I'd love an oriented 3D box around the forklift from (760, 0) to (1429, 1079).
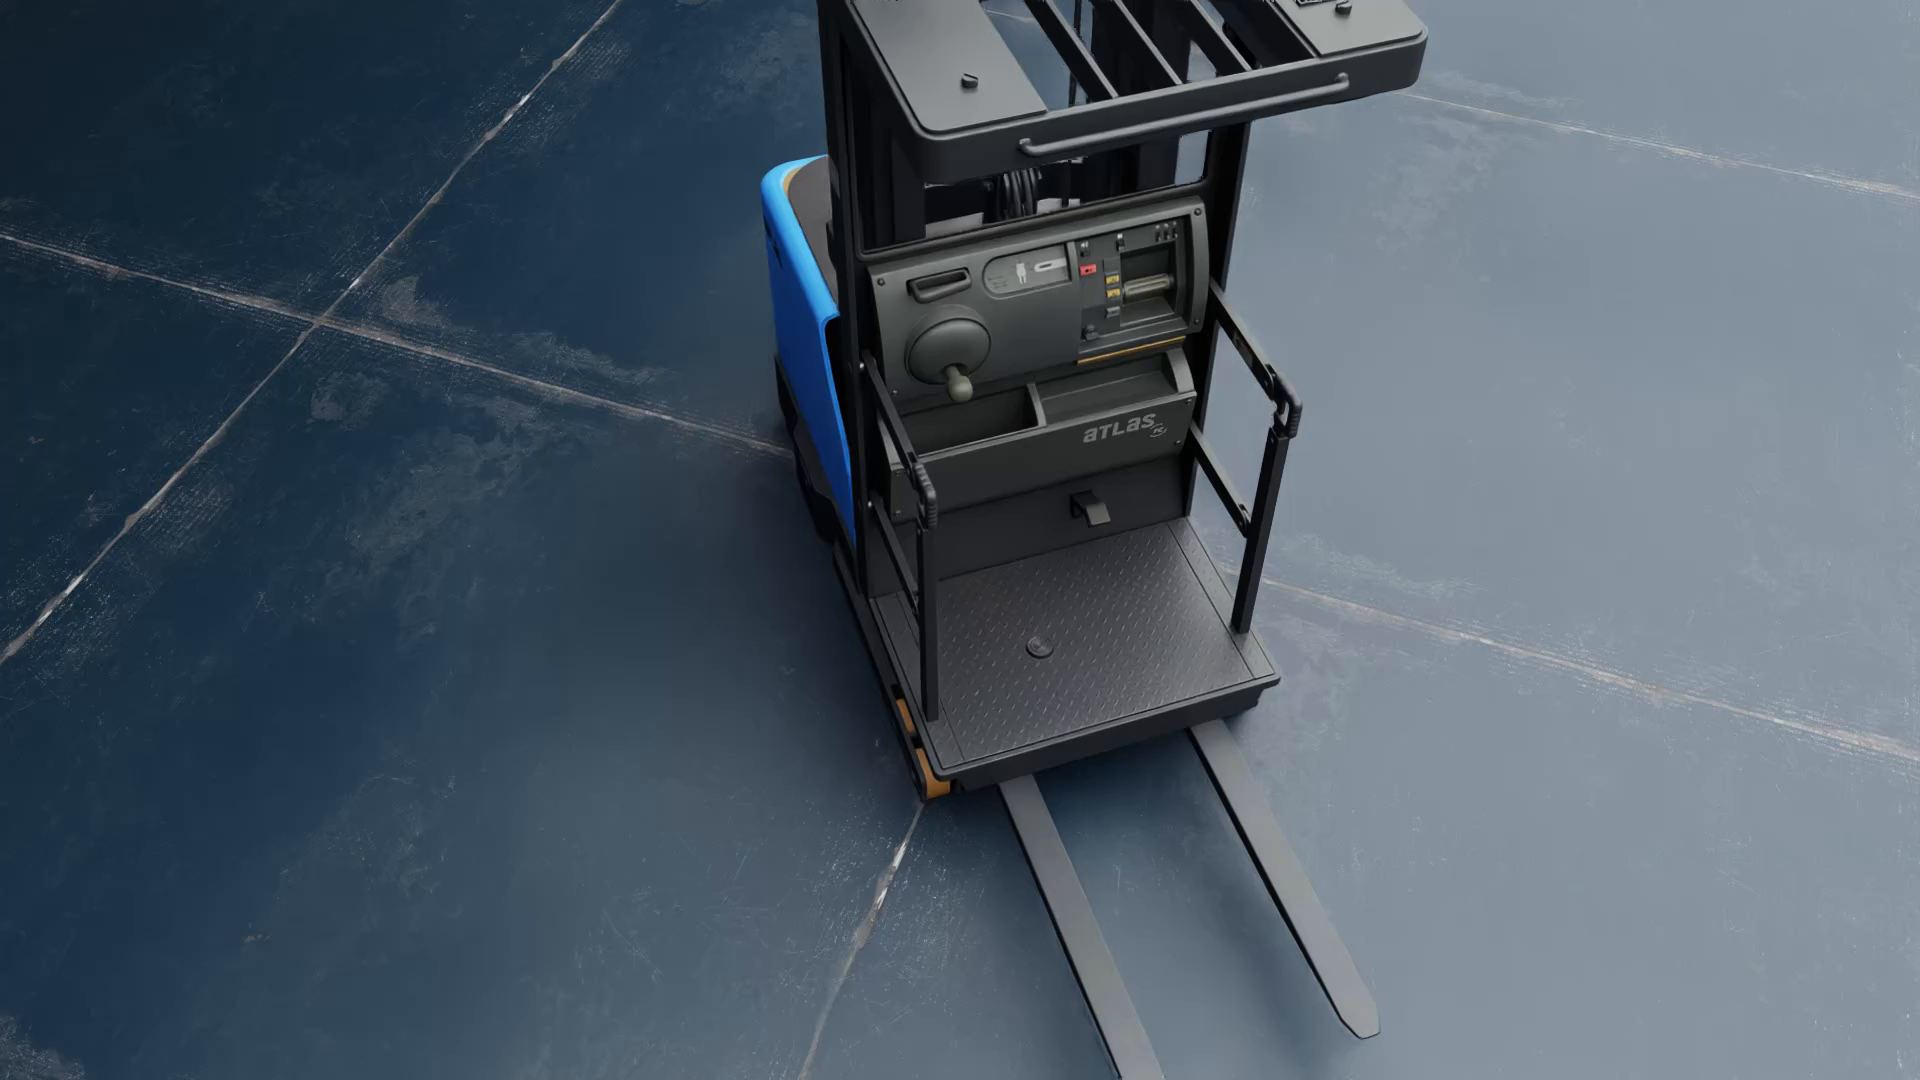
[{"bbox_3d":[0.294,-0.529,4.269,1.130,2.935,3.031,-14,51,-12],"label":"forklift"}]
